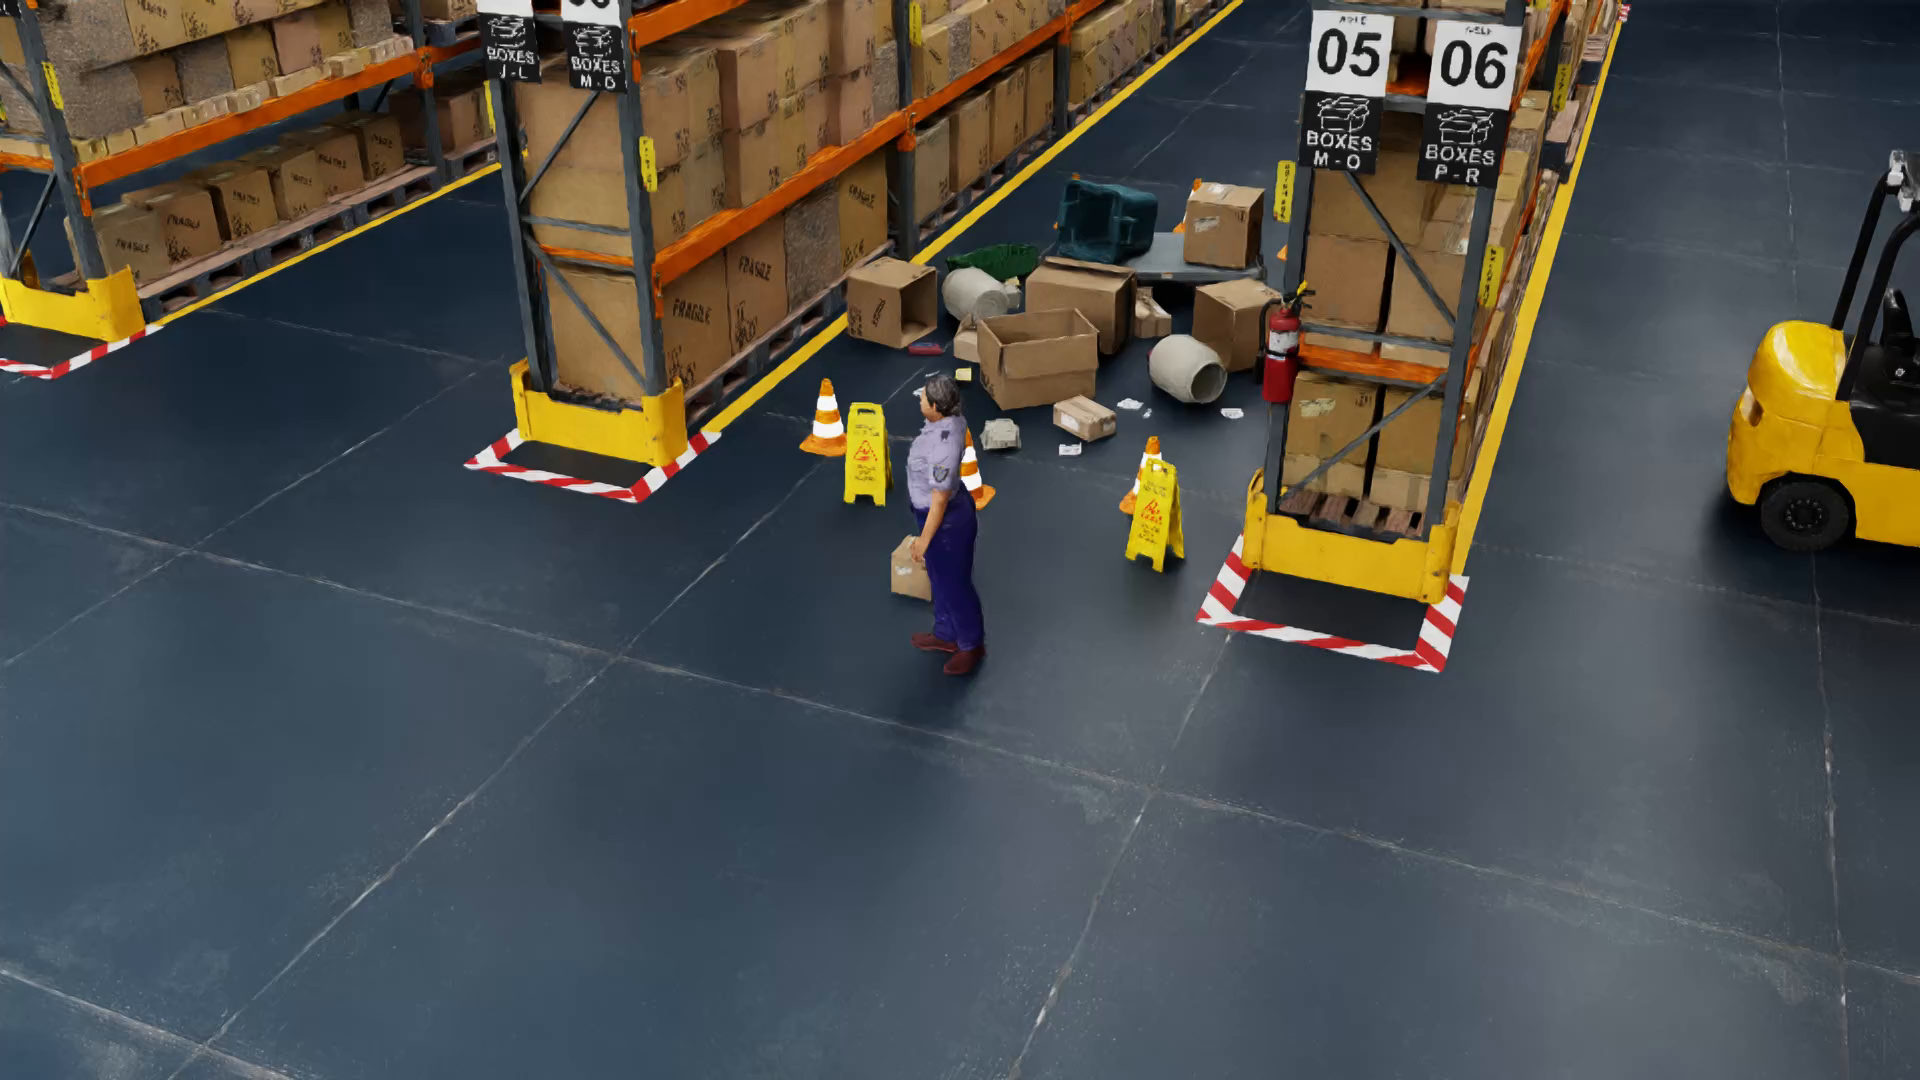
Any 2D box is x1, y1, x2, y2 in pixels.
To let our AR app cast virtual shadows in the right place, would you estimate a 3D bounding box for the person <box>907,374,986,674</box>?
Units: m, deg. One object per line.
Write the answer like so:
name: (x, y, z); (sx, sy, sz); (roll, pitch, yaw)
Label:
person: (-0.065, -0.083, 8.541); (0.407, 1.660, 0.494); (-1, 30, -1)
